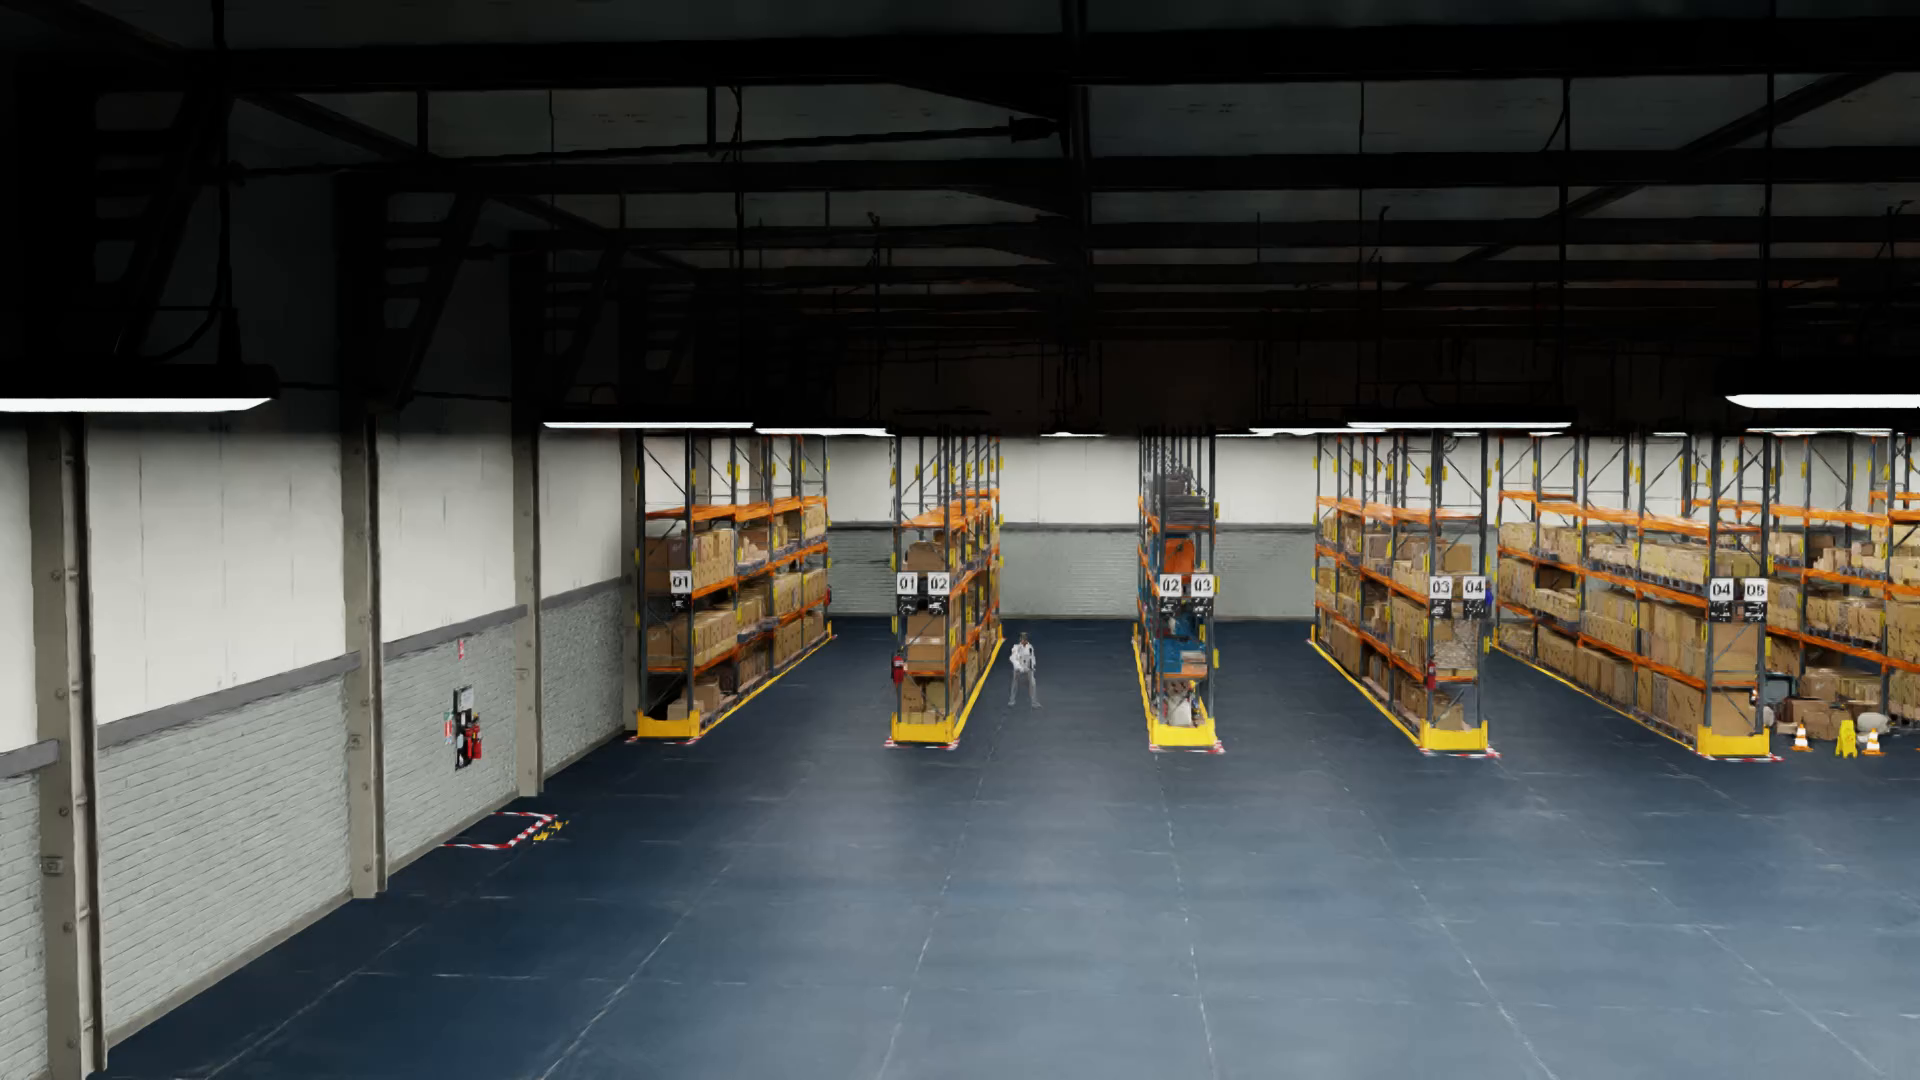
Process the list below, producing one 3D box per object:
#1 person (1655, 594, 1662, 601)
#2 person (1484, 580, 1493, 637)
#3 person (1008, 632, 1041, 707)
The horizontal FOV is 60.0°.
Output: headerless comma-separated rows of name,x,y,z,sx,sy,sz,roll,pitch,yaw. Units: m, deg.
person,18.302,2.192,43.578,0.476,1.738,0.626,-1,4,-21
person,15.058,1.980,47.988,0.641,1.651,0.489,-3,4,-37
person,1.347,2.743,35.572,0.638,1.607,0.814,-1,4,-12
